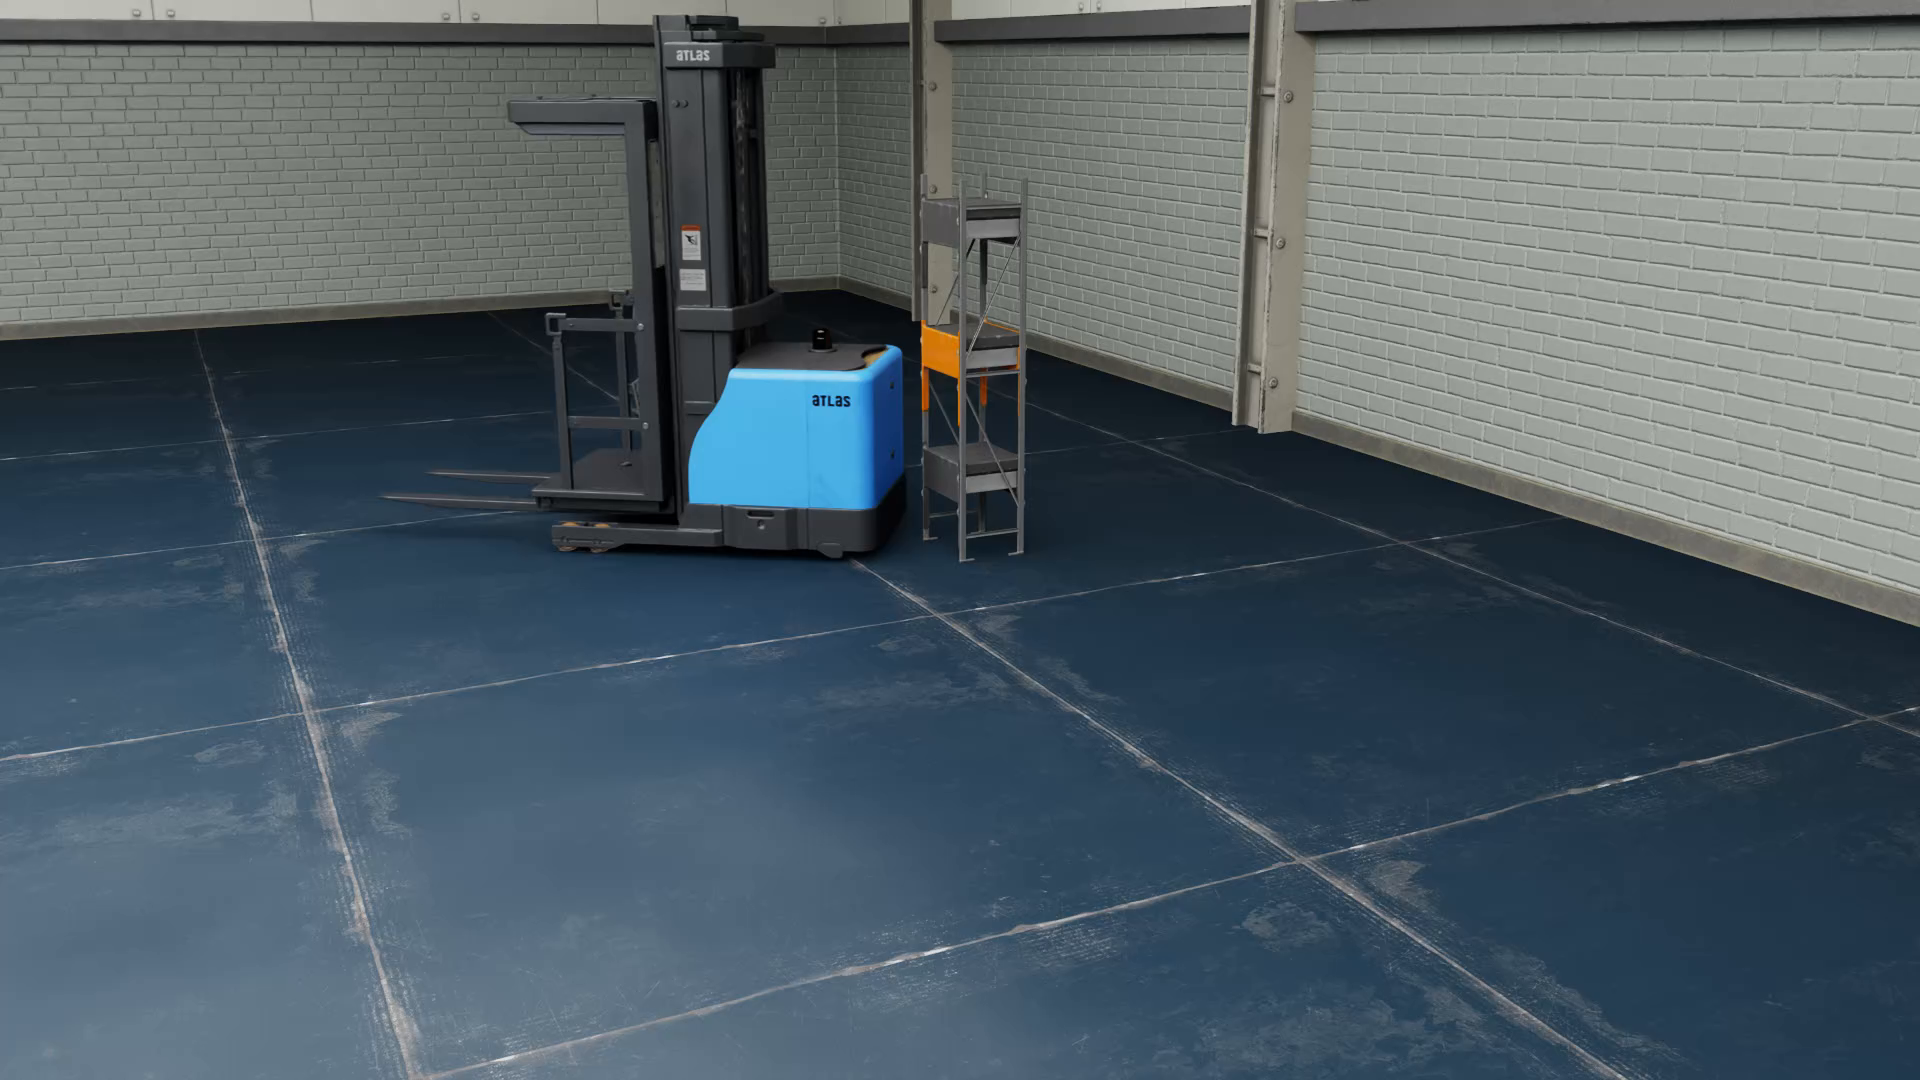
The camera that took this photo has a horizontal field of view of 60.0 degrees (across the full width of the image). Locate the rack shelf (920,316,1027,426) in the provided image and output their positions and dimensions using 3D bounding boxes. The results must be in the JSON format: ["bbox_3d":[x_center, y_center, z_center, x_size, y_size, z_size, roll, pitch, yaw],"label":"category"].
[{"bbox_3d":[0.072,-0.955,9.322,0.431,0.518,0.480,-8,18,-25],"label":"rack shelf"}]

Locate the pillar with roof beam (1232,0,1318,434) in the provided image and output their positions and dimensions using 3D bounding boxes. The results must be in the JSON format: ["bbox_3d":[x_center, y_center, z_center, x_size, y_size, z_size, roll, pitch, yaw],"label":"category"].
[{"bbox_3d":[-1.543,-4.673,9.721,9.100,9.000,0.400,-8,18,-25],"label":"pillar with roof beam"}]

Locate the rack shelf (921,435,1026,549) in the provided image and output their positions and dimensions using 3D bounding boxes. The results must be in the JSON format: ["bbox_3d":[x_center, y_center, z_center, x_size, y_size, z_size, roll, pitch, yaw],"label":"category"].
[{"bbox_3d":[0.073,-0.282,9.515,0.431,0.518,0.480,-8,18,-25],"label":"rack shelf"}]

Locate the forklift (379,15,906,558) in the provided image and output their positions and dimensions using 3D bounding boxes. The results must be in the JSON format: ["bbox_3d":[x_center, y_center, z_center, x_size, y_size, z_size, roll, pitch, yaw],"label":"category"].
[{"bbox_3d":[-1.890,-1.475,9.578,3.031,2.935,1.130,2,16,8],"label":"forklift"}]

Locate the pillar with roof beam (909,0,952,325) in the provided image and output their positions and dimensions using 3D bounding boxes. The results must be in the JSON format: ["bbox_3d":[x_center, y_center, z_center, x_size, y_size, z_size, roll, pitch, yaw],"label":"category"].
[{"bbox_3d":[-4.171,-6.161,14.906,9.100,9.000,0.400,-8,18,-25],"label":"pillar with roof beam"}]

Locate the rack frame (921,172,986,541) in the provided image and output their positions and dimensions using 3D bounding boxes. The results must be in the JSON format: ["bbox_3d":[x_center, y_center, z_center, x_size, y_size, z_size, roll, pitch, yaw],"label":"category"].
[{"bbox_3d":[-0.034,-1.029,9.529,0.400,2.100,0.015,-8,18,-25],"label":"rack frame"}]

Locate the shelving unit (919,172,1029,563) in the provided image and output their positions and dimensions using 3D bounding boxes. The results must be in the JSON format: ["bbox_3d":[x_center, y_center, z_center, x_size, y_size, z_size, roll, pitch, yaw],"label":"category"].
[{"bbox_3d":[0.072,-0.968,9.318,0.431,2.100,0.503,-8,18,-25],"label":"shelving unit"}]

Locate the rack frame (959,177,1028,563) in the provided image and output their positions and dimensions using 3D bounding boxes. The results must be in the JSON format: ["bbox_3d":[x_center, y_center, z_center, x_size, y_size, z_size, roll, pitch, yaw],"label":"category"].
[{"bbox_3d":[0.179,-0.908,9.107,0.400,2.100,0.015,-8,18,-25],"label":"rack frame"}]

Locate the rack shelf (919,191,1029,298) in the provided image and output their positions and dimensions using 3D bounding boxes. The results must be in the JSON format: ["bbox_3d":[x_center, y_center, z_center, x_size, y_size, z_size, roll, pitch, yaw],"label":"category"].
[{"bbox_3d":[0.072,-1.628,9.129,0.431,0.518,0.480,-8,18,-25],"label":"rack shelf"}]
